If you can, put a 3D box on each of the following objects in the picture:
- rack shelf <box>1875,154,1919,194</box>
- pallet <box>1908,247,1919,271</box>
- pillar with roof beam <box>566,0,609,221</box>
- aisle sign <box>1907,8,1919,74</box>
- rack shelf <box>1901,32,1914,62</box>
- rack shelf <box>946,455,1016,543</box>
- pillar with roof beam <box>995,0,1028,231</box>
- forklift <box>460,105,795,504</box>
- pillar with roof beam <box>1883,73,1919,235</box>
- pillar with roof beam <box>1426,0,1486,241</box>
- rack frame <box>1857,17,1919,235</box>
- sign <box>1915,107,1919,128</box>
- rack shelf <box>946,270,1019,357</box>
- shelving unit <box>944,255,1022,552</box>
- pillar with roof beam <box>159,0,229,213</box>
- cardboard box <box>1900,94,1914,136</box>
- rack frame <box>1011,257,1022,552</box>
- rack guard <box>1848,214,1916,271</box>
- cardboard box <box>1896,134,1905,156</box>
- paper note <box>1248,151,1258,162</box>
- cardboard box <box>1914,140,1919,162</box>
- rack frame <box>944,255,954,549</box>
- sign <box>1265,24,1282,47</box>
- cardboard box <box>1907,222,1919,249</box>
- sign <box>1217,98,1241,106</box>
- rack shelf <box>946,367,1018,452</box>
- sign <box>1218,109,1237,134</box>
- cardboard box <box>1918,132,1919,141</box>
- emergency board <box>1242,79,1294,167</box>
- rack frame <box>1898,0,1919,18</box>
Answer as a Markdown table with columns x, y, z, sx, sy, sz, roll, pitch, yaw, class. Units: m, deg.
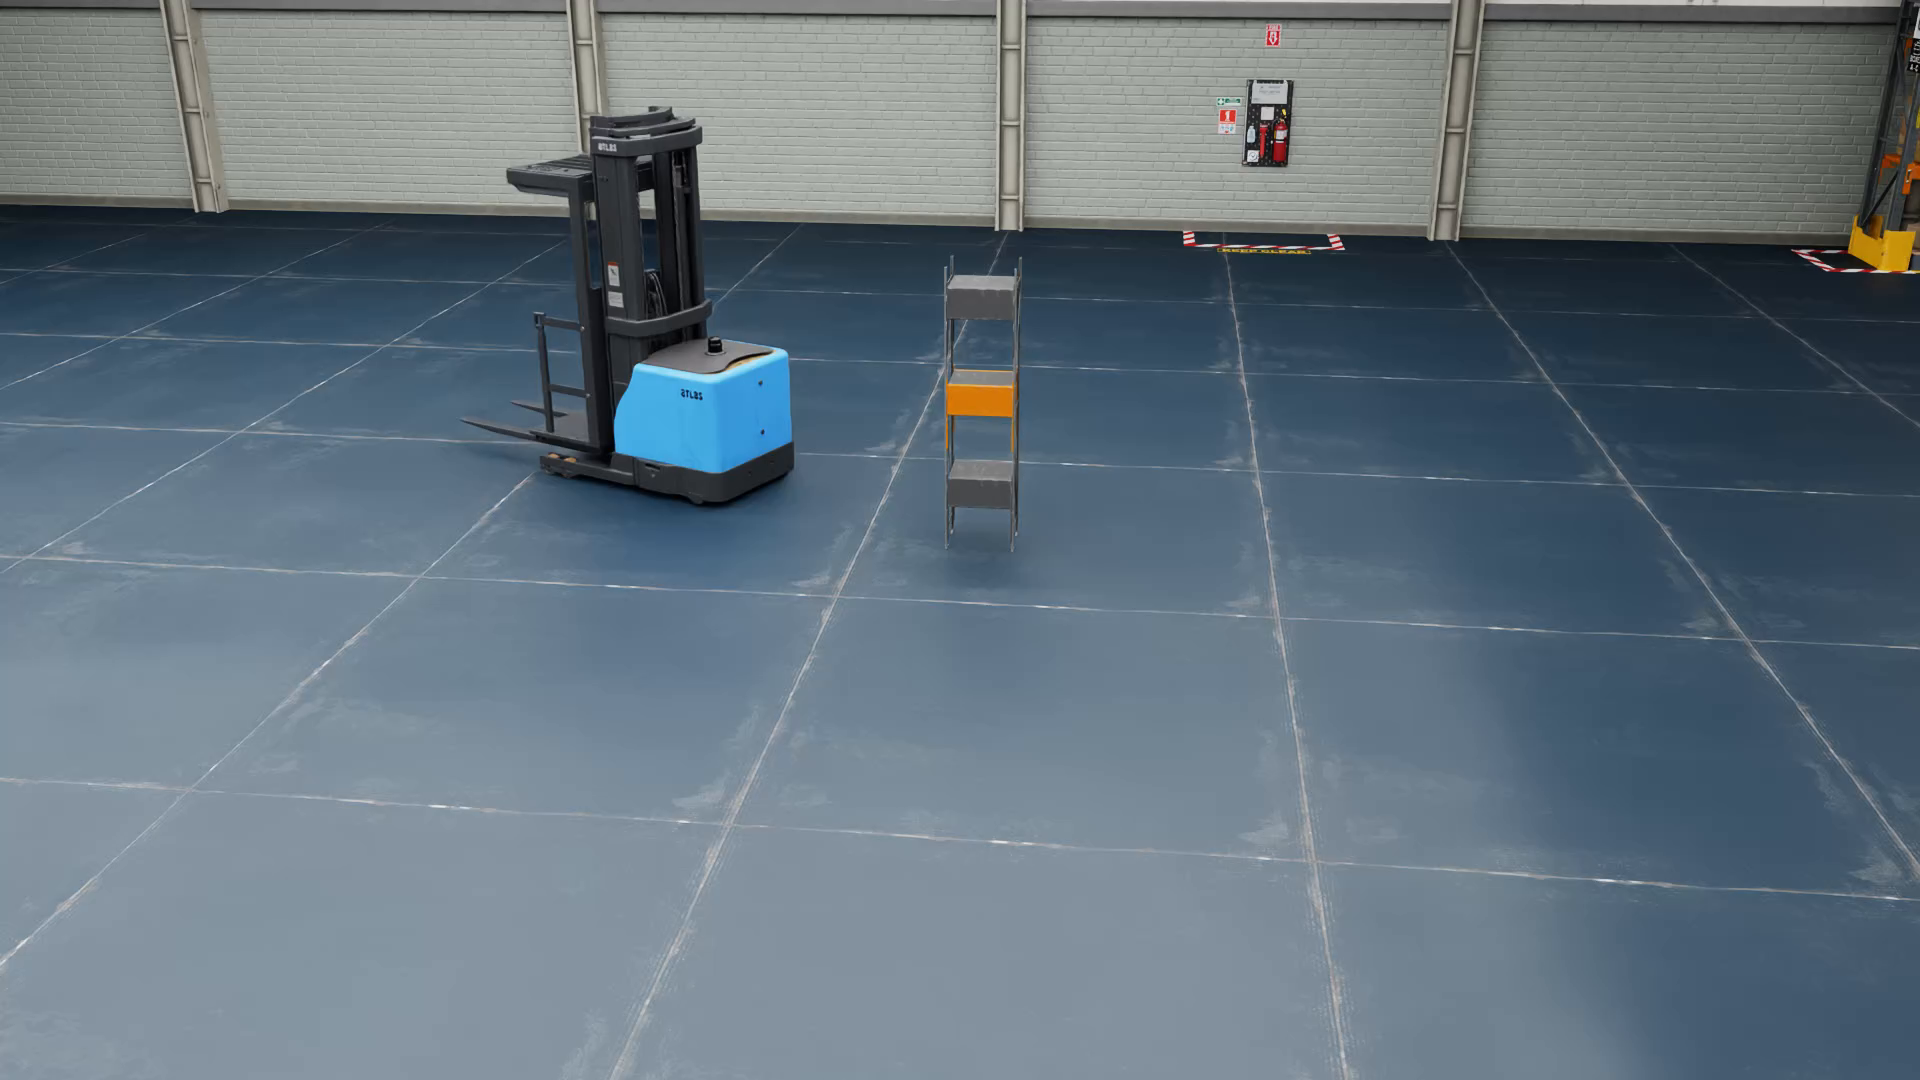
| x | y | z | sx | sy | sz | roll | pitch | yaw | class |
| --- | --- | --- | --- | --- | --- | --- | --- | --- | --- |
| 13.813 | -4.592 | 20.954 | 4.000 | 0.370 | 1.077 | 2 | 22 | 6 | rack shelf |
| 12.705 | -3.665 | 21.423 | 1.213 | 0.211 | 1.003 | 2 | 22 | 6 | pallet |
| -5.758 | -7.296 | 18.654 | 0.400 | 9.000 | 9.100 | 2 | 22 | 6 | pillar with roof beam |
| 11.720 | -6.116 | 20.294 | 0.004 | 0.787 | 0.394 | 2 | 22 | 6 | aisle sign |
| 13.813 | -5.987 | 20.403 | 4.000 | 0.370 | 1.077 | 2 | 22 | 6 | rack shelf |
| 0.164 | -0.306 | 12.298 | 0.480 | 0.518 | 0.431 | 2 | 22 | 6 | rack shelf |
| 0.200 | -7.036 | 17.998 | 0.400 | 9.000 | 9.100 | 2 | 22 | 6 | pillar with roof beam |
| -2.897 | -2.027 | 13.581 | 3.031 | 2.935 | 1.130 | 12 | 25 | 29 | forklift |
| 12.117 | -6.517 | 16.684 | 0.400 | 9.000 | 9.100 | 2 | 22 | 6 | pillar with roof beam |
| 6.159 | -6.777 | 17.341 | 0.400 | 9.000 | 9.100 | 2 | 22 | 6 | pillar with roof beam |
| 11.827 | -5.013 | 21.041 | 0.127 | 3.000 | 1.000 | 2 | 22 | 6 | rack frame |
| 11.763 | -5.218 | 20.380 | 0.005 | 0.325 | 0.100 | 2 | 22 | 6 | sign |
| 0.164 | -1.608 | 11.783 | 0.480 | 0.518 | 0.431 | 2 | 22 | 6 | rack shelf |
| 0.164 | -0.969 | 12.036 | 0.503 | 2.100 | 0.431 | 2 | 22 | 6 | shelving unit |
| -11.716 | -7.555 | 19.311 | 0.400 | 9.000 | 9.100 | 2 | 22 | 6 | pillar with roof beam |
| 12.320 | -5.359 | 21.071 | 0.500 | 0.500 | 0.500 | 2 | 22 | 6 | cardboard box |
| 0.407 | -0.959 | 12.009 | 0.015 | 2.100 | 0.400 | 2 | 22 | 6 | rack frame |
| 11.902 | -3.848 | 21.492 | 0.348 | 0.500 | 1.175 | 2 | 22 | 6 | rack guard |
| 12.314 | -5.003 | 21.192 | 0.500 | 0.250 | 0.500 | 3 | 22 | 7 | cardboard box |
| 4.048 | -5.302 | 22.970 | 0.142 | 0.148 | 0.016 | 2 | 22 | 6 | paper note |
| 12.274 | -4.816 | 20.718 | 0.500 | 0.250 | 0.500 | 2 | 22 | 5 | cardboard box |
| -0.078 | -0.980 | 12.062 | 0.015 | 2.100 | 0.400 | 2 | 22 | 6 | rack frame |
| 4.219 | -6.794 | 22.392 | 0.199 | 0.298 | 0.001 | 2 | 22 | 6 | sign |
| 12.503 | -3.905 | 21.295 | 0.500 | 0.311 | 0.500 | 0 | 22 | 0 | cardboard box |
| 3.682 | -6.000 | 22.768 | 0.331 | 0.109 | 0.001 | 2 | 22 | 6 | sign |
| 0.164 | -0.957 | 12.041 | 0.480 | 0.518 | 0.431 | 2 | 22 | 6 | rack shelf |
| 3.679 | -5.757 | 22.874 | 0.234 | 0.329 | 0.001 | 2 | 22 | 6 | sign |
| 12.265 | -5.171 | 20.597 | 0.500 | 0.500 | 0.500 | 3 | 22 | 6 | cardboard box |
| 4.216 | -5.679 | 22.725 | 0.643 | 1.169 | 0.194 | 2 | 22 | 6 | emergency board |
| 11.827 | -7.803 | 19.938 | 0.127 | 3.000 | 1.000 | 2 | 22 | 6 | rack frame |
